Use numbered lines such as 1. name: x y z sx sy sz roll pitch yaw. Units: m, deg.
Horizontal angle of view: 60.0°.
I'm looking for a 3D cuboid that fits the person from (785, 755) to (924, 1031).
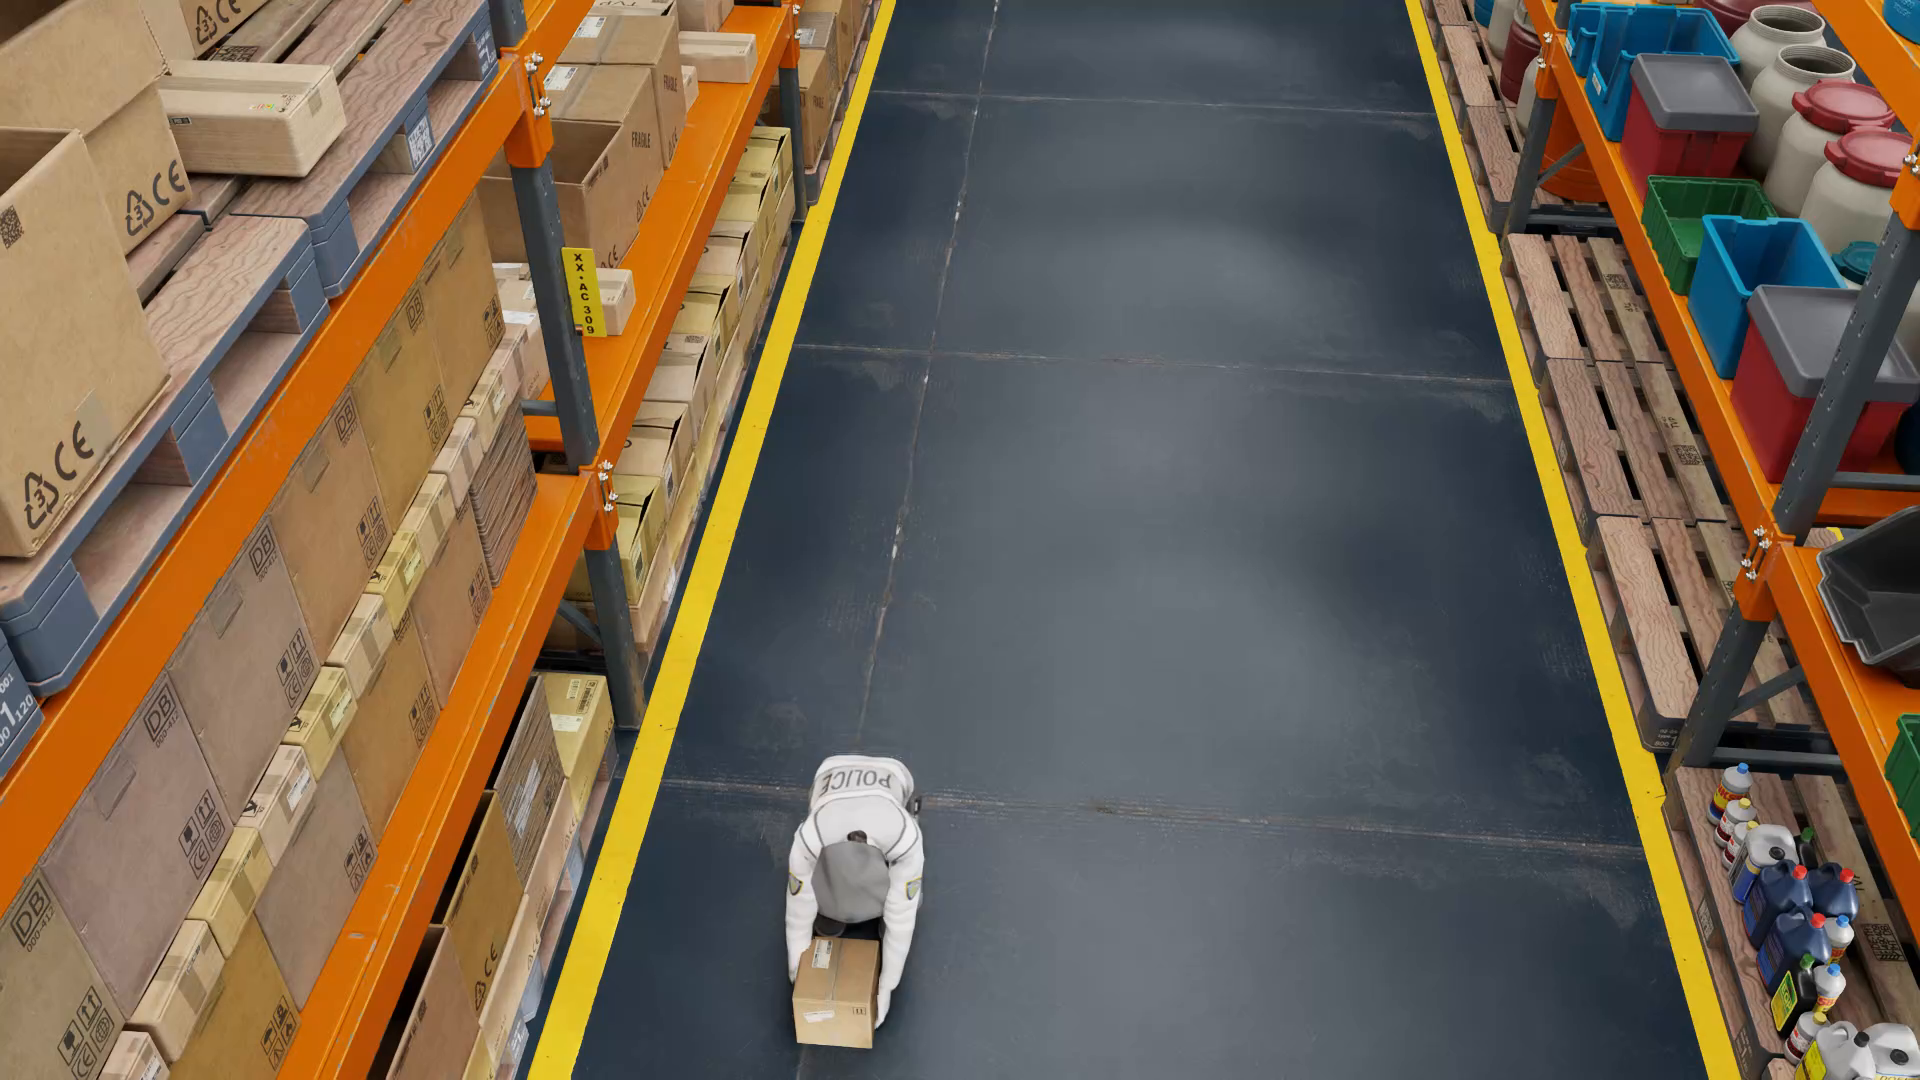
1. person: -0.340 1.078 5.550 0.461 0.847 0.864 3 40 4
